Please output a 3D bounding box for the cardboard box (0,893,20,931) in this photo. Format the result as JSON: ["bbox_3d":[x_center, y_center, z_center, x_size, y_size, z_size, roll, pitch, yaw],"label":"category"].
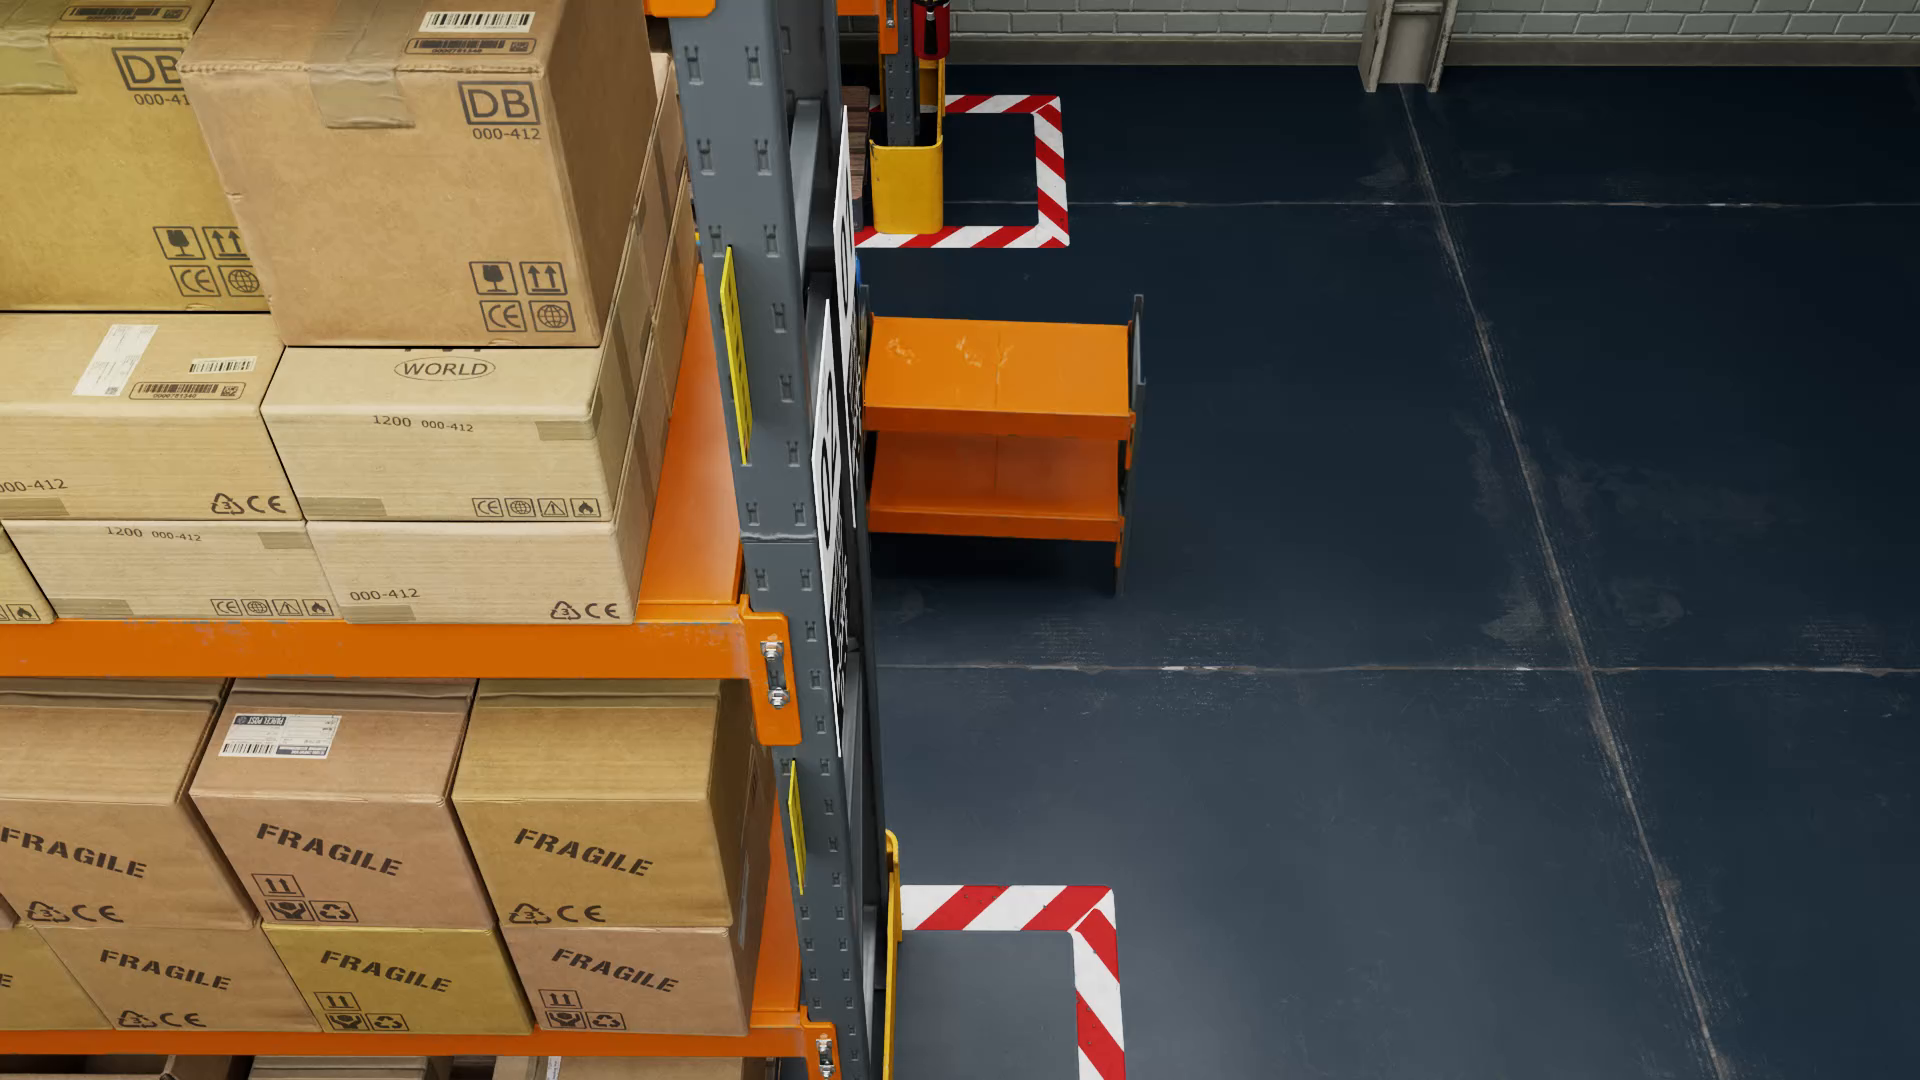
[{"bbox_3d":[-2.278,0.486,3.578,0.500,0.500,0.500,1,47,1],"label":"cardboard box"}]

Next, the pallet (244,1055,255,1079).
[{"bbox_3d":[-2.385,1.604,5.194,1.213,0.211,1.003,0,47,0],"label":"pallet"}]

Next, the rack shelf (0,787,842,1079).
[{"bbox_3d":[-2.295,0.901,4.435,4.000,0.370,1.077,0,47,0],"label":"rack shelf"}]

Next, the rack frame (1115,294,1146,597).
[{"bbox_3d":[0.647,-0.341,6.380,0.032,1.125,0.500,2,47,2],"label":"rack frame"}]

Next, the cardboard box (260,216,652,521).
[{"bbox_3d":[-0.809,-0.295,2.768,0.500,0.250,0.500,0,47,0],"label":"cardboard box"}]

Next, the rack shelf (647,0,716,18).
[{"bbox_3d":[-2.295,-1.142,2.240,4.000,0.370,1.077,0,47,0],"label":"rack shelf"}]

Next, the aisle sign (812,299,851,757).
[{"bbox_3d":[-0.228,0.000,3.006,0.004,0.787,0.394,0,47,0],"label":"aisle sign"}]

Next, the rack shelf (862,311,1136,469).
[{"bbox_3d":[0.139,-0.561,6.184,1.000,0.278,0.538,2,47,2],"label":"rack shelf"}]

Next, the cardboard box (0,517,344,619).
[{"bbox_3d":[-1.309,-0.128,2.954,0.500,0.250,0.500,0,47,0],"label":"cardboard box"}]

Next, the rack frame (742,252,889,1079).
[{"bbox_3d":[-0.295,0.661,4.166,0.127,3.000,1.000,0,47,0],"label":"rack frame"}]

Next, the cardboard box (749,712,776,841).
[{"bbox_3d":[-0.737,0.433,4.310,0.500,0.500,0.500,1,47,1],"label":"cardboard box"}]

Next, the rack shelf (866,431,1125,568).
[{"bbox_3d":[0.139,-0.195,6.578,1.000,0.278,0.538,2,47,2],"label":"rack shelf"}]

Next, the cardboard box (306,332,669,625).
[{"bbox_3d":[-0.809,-0.118,2.945,0.500,0.250,0.500,0,47,0],"label":"cardboard box"}]

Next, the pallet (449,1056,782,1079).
[{"bbox_3d":[-1.168,1.610,5.189,1.213,0.211,1.003,0,47,0],"label":"pallet"}]

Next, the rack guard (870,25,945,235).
[{"bbox_3d":[-0.256,-2.113,8.456,0.348,0.500,1.175,0,47,0],"label":"rack guard"}]

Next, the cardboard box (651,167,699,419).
[{"bbox_3d":[-0.807,-0.497,3.298,0.500,0.250,0.500,0,47,0],"label":"cardboard box"}]

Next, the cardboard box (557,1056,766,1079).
[{"bbox_3d":[-0.839,1.542,4.754,0.500,0.500,0.500,0,47,0],"label":"cardboard box"}]

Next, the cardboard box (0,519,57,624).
[{"bbox_3d":[-1.809,-0.119,2.946,0.500,0.250,0.500,0,47,0],"label":"cardboard box"}]

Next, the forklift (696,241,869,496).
[{"bbox_3d":[-1.907,-1.113,5.864,3.031,2.935,1.130,2,47,2],"label":"forklift"}]

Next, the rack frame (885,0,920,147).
[{"bbox_3d":[-0.280,-2.965,7.541,0.127,3.000,1.000,0,47,0],"label":"rack frame"}]

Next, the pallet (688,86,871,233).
[{"bbox_3d":[-1.080,-1.960,8.511,1.213,0.211,1.003,0,47,0],"label":"pallet"}]

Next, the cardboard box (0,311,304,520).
[{"bbox_3d":[-1.309,-0.296,2.769,0.500,0.250,0.500,0,47,0],"label":"cardboard box"}]

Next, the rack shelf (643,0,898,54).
[{"bbox_3d":[-2.280,-2.725,7.810,4.000,0.370,1.077,0,47,0],"label":"rack shelf"}]

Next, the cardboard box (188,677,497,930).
[{"bbox_3d":[-1.246,0.486,3.578,0.500,0.500,0.500,1,47,1],"label":"cardboard box"}]

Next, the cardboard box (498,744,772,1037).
[{"bbox_3d":[-0.744,0.825,3.945,0.500,0.500,0.500,1,47,1],"label":"cardboard box"}]

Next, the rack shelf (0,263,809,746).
[{"bbox_3d":[-2.295,-0.121,3.337,4.000,0.370,1.077,0,47,0],"label":"rack shelf"}]

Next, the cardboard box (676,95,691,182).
[{"bbox_3d":[-1.481,-2.186,8.237,0.500,0.500,0.700,0,47,0],"label":"cardboard box"}]

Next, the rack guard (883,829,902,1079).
[{"bbox_3d":[-0.371,1.513,5.081,0.348,0.500,1.175,0,47,0],"label":"rack guard"}]

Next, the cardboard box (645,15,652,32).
[{"bbox_3d":[-1.611,-2.554,8.136,0.250,0.149,0.380,1,47,0],"label":"cardboard box"}]

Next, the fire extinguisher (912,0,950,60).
[{"bbox_3d":[-0.131,-2.473,7.391,0.183,0.674,0.296,0,47,0],"label":"fire extinguisher"}]

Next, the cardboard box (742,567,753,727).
[{"bbox_3d":[-0.737,0.092,3.944,0.500,0.500,0.500,1,47,1],"label":"cardboard box"}]

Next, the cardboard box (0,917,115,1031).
[{"bbox_3d":[-2.265,0.819,3.951,0.500,0.500,0.500,0,47,0],"label":"cardboard box"}]

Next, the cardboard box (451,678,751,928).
[{"bbox_3d":[-0.741,0.486,3.577,0.500,0.500,0.500,0,47,0],"label":"cardboard box"}]

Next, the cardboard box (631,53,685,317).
[{"bbox_3d":[-0.807,-0.672,3.119,0.500,0.250,0.500,0,47,0],"label":"cardboard box"}]

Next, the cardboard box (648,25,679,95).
[{"bbox_3d":[-1.365,-2.273,7.875,0.250,0.149,0.380,1,47,1],"label":"cardboard box"}]

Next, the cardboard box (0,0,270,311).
[{"bbox_3d":[-1.308,-0.788,2.715,0.500,0.500,0.700,0,47,0],"label":"cardboard box"}]

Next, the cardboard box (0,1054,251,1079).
[{"bbox_3d":[-2.416,1.352,4.928,0.637,0.503,0.797,0,47,0],"label":"cardboard box"}]

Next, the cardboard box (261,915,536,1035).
[{"bbox_3d":[-1.262,0.826,3.944,0.500,0.500,0.500,1,47,0],"label":"cardboard box"}]

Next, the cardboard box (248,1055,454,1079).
[{"bbox_3d":[-1.789,1.602,4.868,0.500,0.250,0.500,0,47,0],"label":"cardboard box"}]

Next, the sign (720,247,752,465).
[{"bbox_3d":[-0.317,-0.256,2.366,0.005,0.325,0.100,0,47,0],"label":"sign"}]

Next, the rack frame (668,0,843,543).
[{"bbox_3d":[-0.295,-1.383,1.970,0.127,3.000,1.000,0,47,0],"label":"rack frame"}]

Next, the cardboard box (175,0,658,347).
[{"bbox_3d":[-0.808,-0.725,2.656,0.500,0.500,0.700,0,47,0],"label":"cardboard box"}]

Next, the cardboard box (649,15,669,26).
[{"bbox_3d":[-1.361,-2.553,8.135,0.250,0.149,0.380,0,47,0],"label":"cardboard box"}]

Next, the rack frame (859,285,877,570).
[{"bbox_3d":[-0.368,-0.382,6.418,0.032,1.125,0.500,2,47,2],"label":"rack frame"}]

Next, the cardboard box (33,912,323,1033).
[{"bbox_3d":[-1.761,0.821,3.949,0.500,0.500,0.500,0,47,0],"label":"cardboard box"}]

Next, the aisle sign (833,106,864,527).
[{"bbox_3d":[-0.225,-0.439,3.415,0.004,0.787,0.394,0,47,0],"label":"aisle sign"}]

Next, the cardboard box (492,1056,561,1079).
[{"bbox_3d":[-1.244,1.588,4.938,0.250,0.166,0.380,0,47,0],"label":"cardboard box"}]

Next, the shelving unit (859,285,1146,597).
[{"bbox_3d":[0.139,-0.361,6.399,1.048,1.125,0.538,2,47,2],"label":"shelving unit"}]

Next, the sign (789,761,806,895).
[{"bbox_3d":[-0.317,0.565,3.249,0.005,0.325,0.100,0,47,0],"label":"sign"}]

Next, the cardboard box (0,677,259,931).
[{"bbox_3d":[-1.764,0.488,3.576,0.500,0.500,0.500,1,47,1],"label":"cardboard box"}]

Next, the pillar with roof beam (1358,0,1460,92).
[{"bbox_3d":[2.407,-2.484,2.995,0.400,9.000,9.100,0,47,0],"label":"pillar with roof beam"}]
